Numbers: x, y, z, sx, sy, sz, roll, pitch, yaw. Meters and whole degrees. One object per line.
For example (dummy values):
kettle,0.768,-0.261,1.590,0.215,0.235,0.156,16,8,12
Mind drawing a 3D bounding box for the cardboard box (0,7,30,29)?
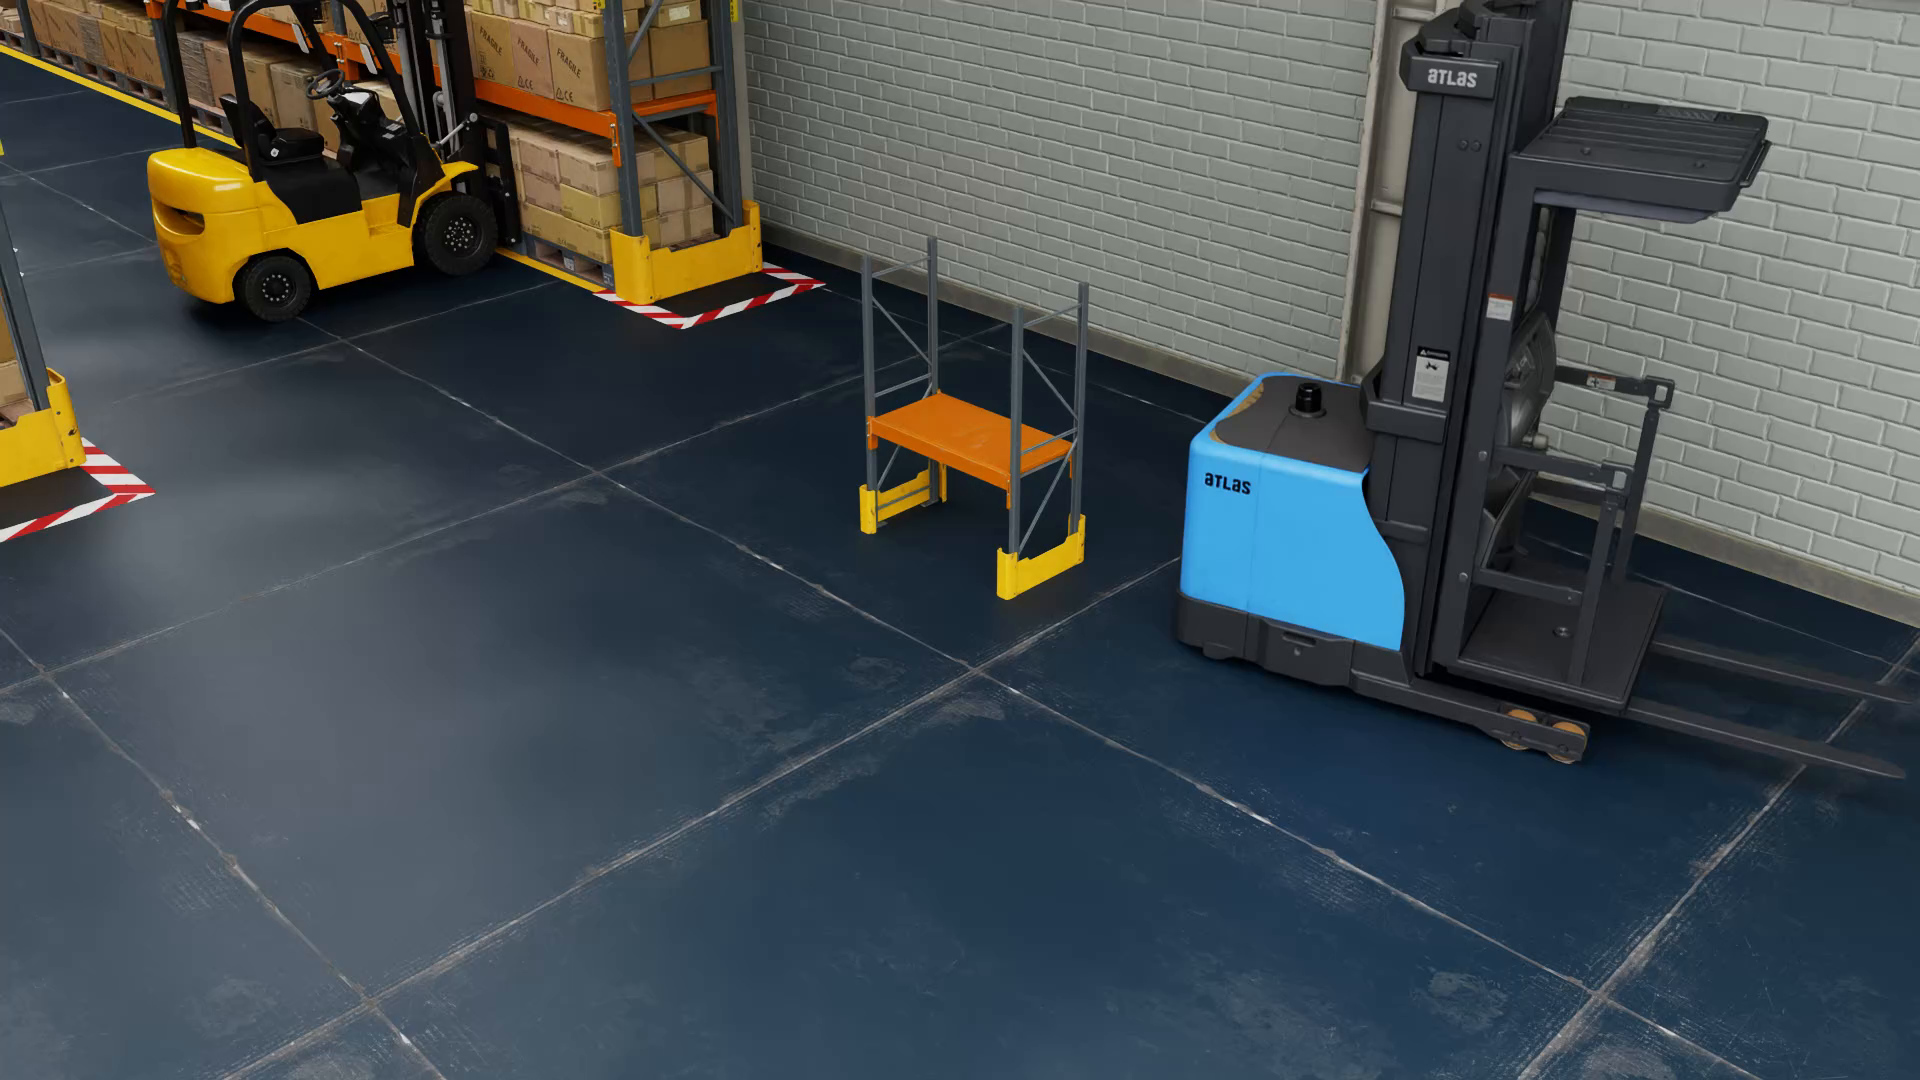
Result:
cardboard box,-11.439,-6.356,20.102,0.396,0.266,0.258,-24,36,-37

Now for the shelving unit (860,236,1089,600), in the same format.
shelving unit,0.054,-0.639,8.354,1.083,1.500,0.587,25,36,38

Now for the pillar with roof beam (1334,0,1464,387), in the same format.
pillar with roof beam,-0.629,-3.060,4.900,0.400,9.000,9.100,25,36,38

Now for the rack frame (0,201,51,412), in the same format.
rack frame,-5.502,-1.616,8.600,0.127,3.000,1.000,25,36,38

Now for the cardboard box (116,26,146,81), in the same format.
cardboard box,-8.531,-5.188,17.627,0.500,0.500,0.500,24,36,38

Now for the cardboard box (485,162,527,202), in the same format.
cardboard box,-3.324,-2.838,12.891,0.500,0.250,0.500,24,36,37

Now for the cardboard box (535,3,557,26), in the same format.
cardboard box,-2.814,-3.794,11.939,0.380,0.149,0.250,-24,36,-38

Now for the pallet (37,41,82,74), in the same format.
pallet,-9.975,-5.693,19.350,1.213,0.211,1.003,25,36,38

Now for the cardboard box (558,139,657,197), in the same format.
cardboard box,-2.572,-2.723,12.134,0.500,0.250,0.500,-24,36,-38

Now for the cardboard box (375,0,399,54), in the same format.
cardboard box,-4.361,-4.218,13.441,0.500,0.500,0.500,-25,36,-38

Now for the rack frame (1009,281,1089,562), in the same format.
rack frame,0.423,-0.470,8.033,0.032,1.500,0.500,25,36,38

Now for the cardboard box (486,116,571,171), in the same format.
cardboard box,-3.307,-3.049,12.754,0.500,0.250,0.500,-25,37,-39

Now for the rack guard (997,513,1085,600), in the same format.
rack guard,0.409,0.077,8.335,0.087,0.250,0.587,25,36,38

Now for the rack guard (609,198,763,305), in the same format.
rack guard,-2.008,-2.150,12.302,0.348,0.500,1.175,25,36,38

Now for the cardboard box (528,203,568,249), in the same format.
cardboard box,-2.929,-2.447,12.684,0.500,0.250,0.500,25,36,38

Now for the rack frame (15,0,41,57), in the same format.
rack frame,-10.582,-7.180,19.182,0.127,3.000,1.000,25,36,38

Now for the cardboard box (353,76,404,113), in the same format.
cardboard box,-4.752,-3.719,14.029,0.500,0.250,0.500,24,36,38

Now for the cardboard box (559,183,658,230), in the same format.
cardboard box,-2.591,-2.510,12.266,0.500,0.250,0.500,24,36,38

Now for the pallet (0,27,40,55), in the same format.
pallet,-11.071,-6.170,20.257,1.213,0.211,1.003,25,36,38

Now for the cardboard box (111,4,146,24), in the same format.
cardboard box,-8.789,-5.599,17.713,0.380,0.149,0.250,-24,36,-38

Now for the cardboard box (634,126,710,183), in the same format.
cardboard box,-2.235,-2.895,12.462,0.500,0.250,0.500,24,36,38

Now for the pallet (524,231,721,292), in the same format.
pallet,-2.600,-2.266,12.832,1.213,0.211,1.003,25,36,38

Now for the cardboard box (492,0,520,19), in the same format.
cardboard box,-3.206,-3.951,12.236,0.250,0.149,0.380,23,36,37

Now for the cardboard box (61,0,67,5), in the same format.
cardboard box,-9.865,-6.112,18.687,0.250,0.149,0.380,24,36,38

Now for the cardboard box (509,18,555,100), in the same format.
cardboard box,-2.923,-3.554,12.179,0.500,0.500,0.500,-24,36,-38

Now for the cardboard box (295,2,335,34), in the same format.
cardboard box,-5.420,-4.581,14.400,0.500,0.250,0.500,-24,36,-38

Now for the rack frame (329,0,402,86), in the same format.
rack frame,-4.877,-4.570,14.217,0.127,3.000,1.000,25,36,38

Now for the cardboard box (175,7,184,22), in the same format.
cardboard box,-8.287,-5.665,17.838,0.380,0.149,0.250,-25,37,-39

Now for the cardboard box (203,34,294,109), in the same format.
cardboard box,-6.823,-4.591,16.358,0.875,0.625,0.625,-24,36,-38

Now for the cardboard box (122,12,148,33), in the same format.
cardboard box,-8.476,-5.397,17.329,0.250,0.149,0.380,22,35,36

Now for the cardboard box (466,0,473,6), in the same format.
cardboard box,-3.515,-4.138,12.592,0.250,0.149,0.380,24,36,38

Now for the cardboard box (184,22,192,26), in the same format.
cardboard box,-8.170,-5.351,17.939,0.500,0.500,0.500,25,37,39

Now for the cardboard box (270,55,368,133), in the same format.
cardboard box,-5.805,-4.127,15.475,0.625,0.625,0.875,24,36,38

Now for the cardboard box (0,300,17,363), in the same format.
cardboard box,-5.901,-1.279,9.657,0.500,0.500,0.500,23,36,37

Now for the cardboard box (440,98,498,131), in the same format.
cardboard box,-4.032,-3.390,13.403,0.500,0.250,0.500,-24,36,-38

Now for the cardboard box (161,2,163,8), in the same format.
cardboard box,-8.636,-5.854,18.197,0.250,0.149,0.380,24,36,37

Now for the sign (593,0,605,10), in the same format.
sign,-2.415,-3.706,11.077,0.005,0.325,0.100,25,36,38

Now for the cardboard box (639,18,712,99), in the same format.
cardboard box,-2.183,-3.562,12.195,0.500,0.500,0.500,-24,36,-38

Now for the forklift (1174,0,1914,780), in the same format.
forklift,2.537,-0.646,6.830,3.031,2.935,1.130,15,31,26

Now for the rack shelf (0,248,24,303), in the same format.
rack shelf,-6.928,-1.950,10.009,4.000,0.370,1.077,25,36,38

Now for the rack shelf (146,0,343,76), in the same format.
rack shelf,-6.303,-4.904,15.626,4.000,0.370,1.077,25,36,38

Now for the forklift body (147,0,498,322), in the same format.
forklift body,-4.656,-2.902,11.958,1.214,2.155,2.313,25,36,38

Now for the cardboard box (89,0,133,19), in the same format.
cardboard box,-9.185,-5.760,18.020,0.250,0.149,0.380,23,35,36

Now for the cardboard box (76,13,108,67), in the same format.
cardboard box,-9.290,-5.521,18.261,0.500,0.500,0.500,23,35,37

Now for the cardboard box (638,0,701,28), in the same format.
cardboard box,-2.085,-3.793,11.935,0.250,0.149,0.380,23,36,37

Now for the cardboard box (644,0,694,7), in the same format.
cardboard box,-2.115,-3.908,11.835,0.250,0.149,0.380,24,36,37

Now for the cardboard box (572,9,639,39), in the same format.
cardboard box,-2.469,-3.616,11.599,0.380,0.149,0.250,-25,36,-38

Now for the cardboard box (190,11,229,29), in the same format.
cardboard box,-7.883,-5.515,17.553,0.380,0.149,0.250,-23,35,-37

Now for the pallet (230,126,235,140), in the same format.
pallet,-6.304,-3.961,16.056,1.213,0.211,1.003,25,36,38

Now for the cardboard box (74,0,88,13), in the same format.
cardboard box,-9.537,-5.936,18.353,0.380,0.149,0.250,-24,36,-37

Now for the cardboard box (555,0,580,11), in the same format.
cardboard box,-2.626,-3.845,11.714,0.250,0.149,0.380,25,36,38

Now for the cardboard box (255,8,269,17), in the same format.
cardboard box,-6.115,-4.915,15.036,0.500,0.250,0.500,25,37,39

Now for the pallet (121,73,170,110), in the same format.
pallet,-8.235,-4.897,17.836,1.213,0.211,1.003,25,36,38

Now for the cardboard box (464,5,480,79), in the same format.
cardboard box,-3.655,-3.882,12.802,0.500,0.500,0.500,25,37,39

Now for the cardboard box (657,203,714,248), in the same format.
cardboard box,-2.238,-2.458,12.706,0.500,0.250,0.500,25,37,39

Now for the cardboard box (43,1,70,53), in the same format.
cardboard box,-10.008,-5.856,18.899,0.500,0.500,0.500,24,36,38

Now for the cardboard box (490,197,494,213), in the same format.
cardboard box,-3.666,-2.775,13.308,0.500,0.250,0.500,-24,36,-38
